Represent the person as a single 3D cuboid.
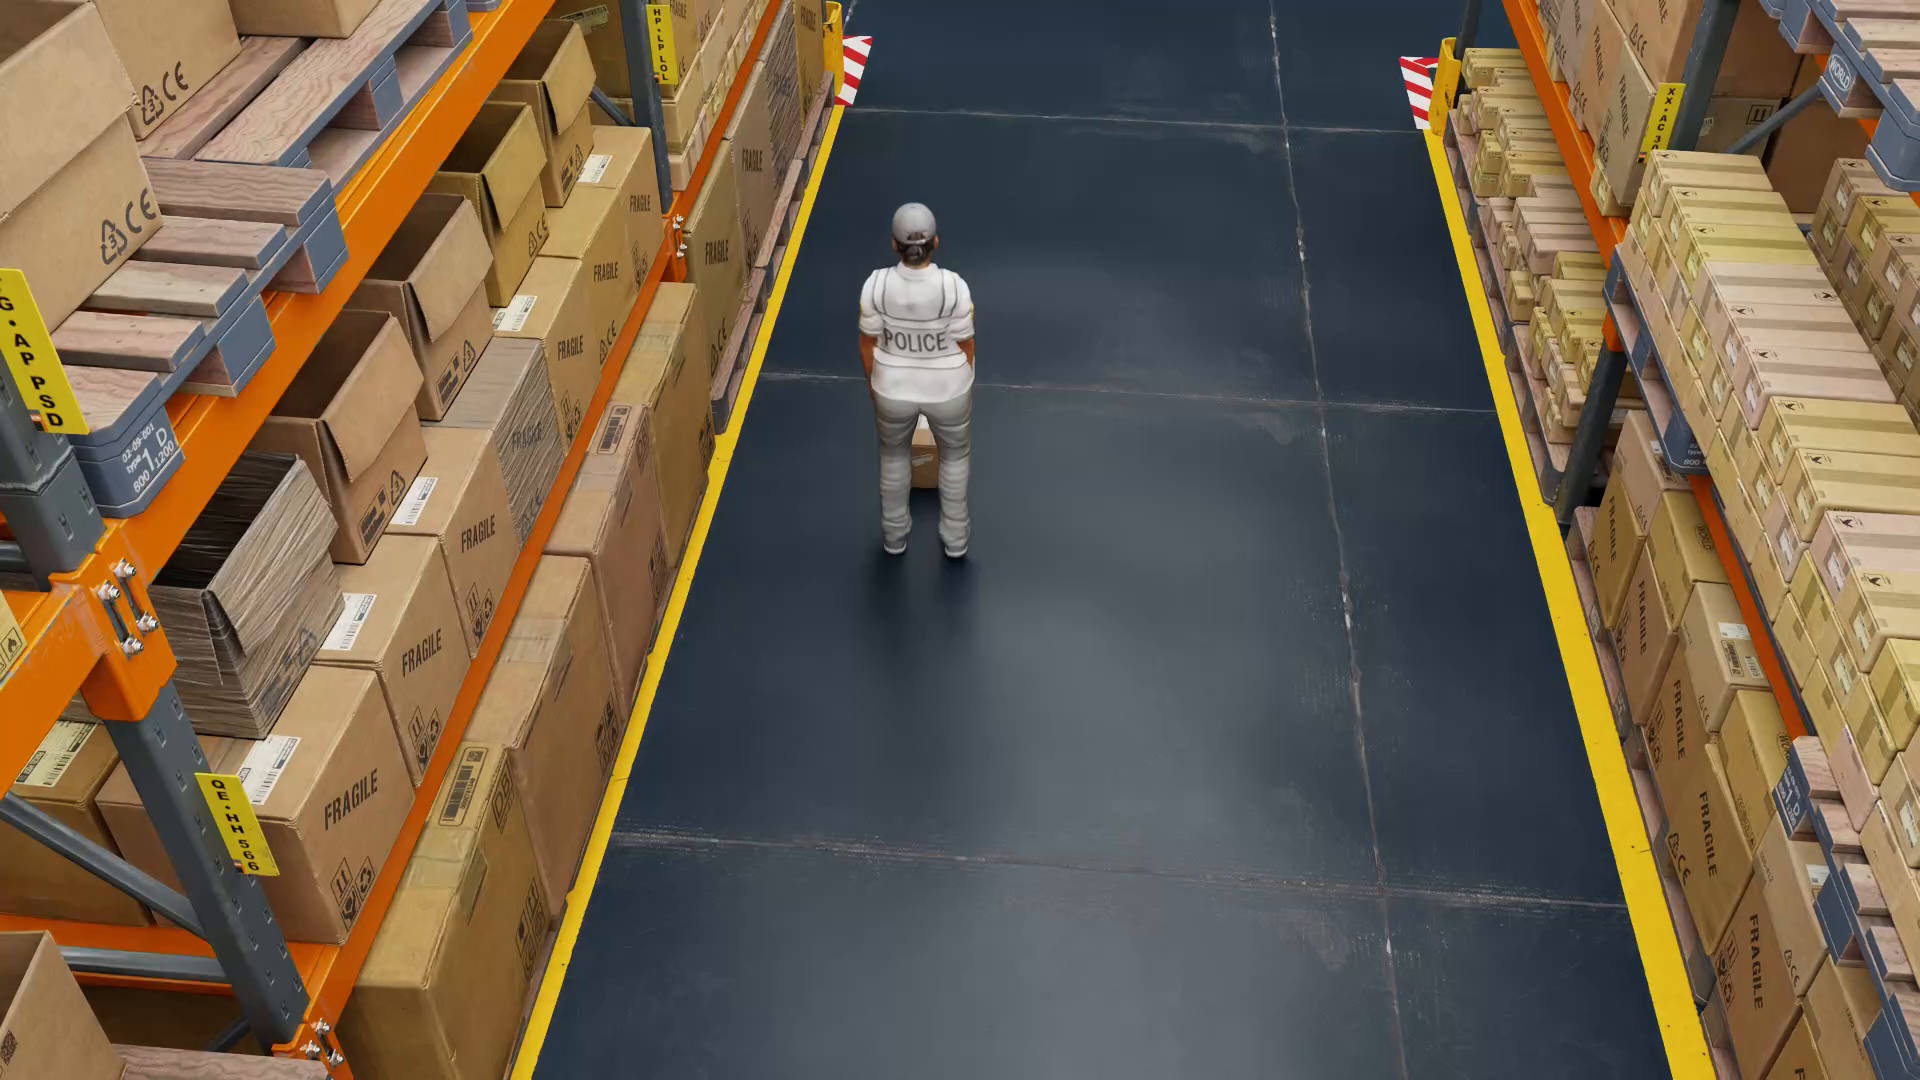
[{"bbox_3d":[-0.174,-0.640,6.922,0.471,1.660,0.390,3,40,3],"label":"person"}]
